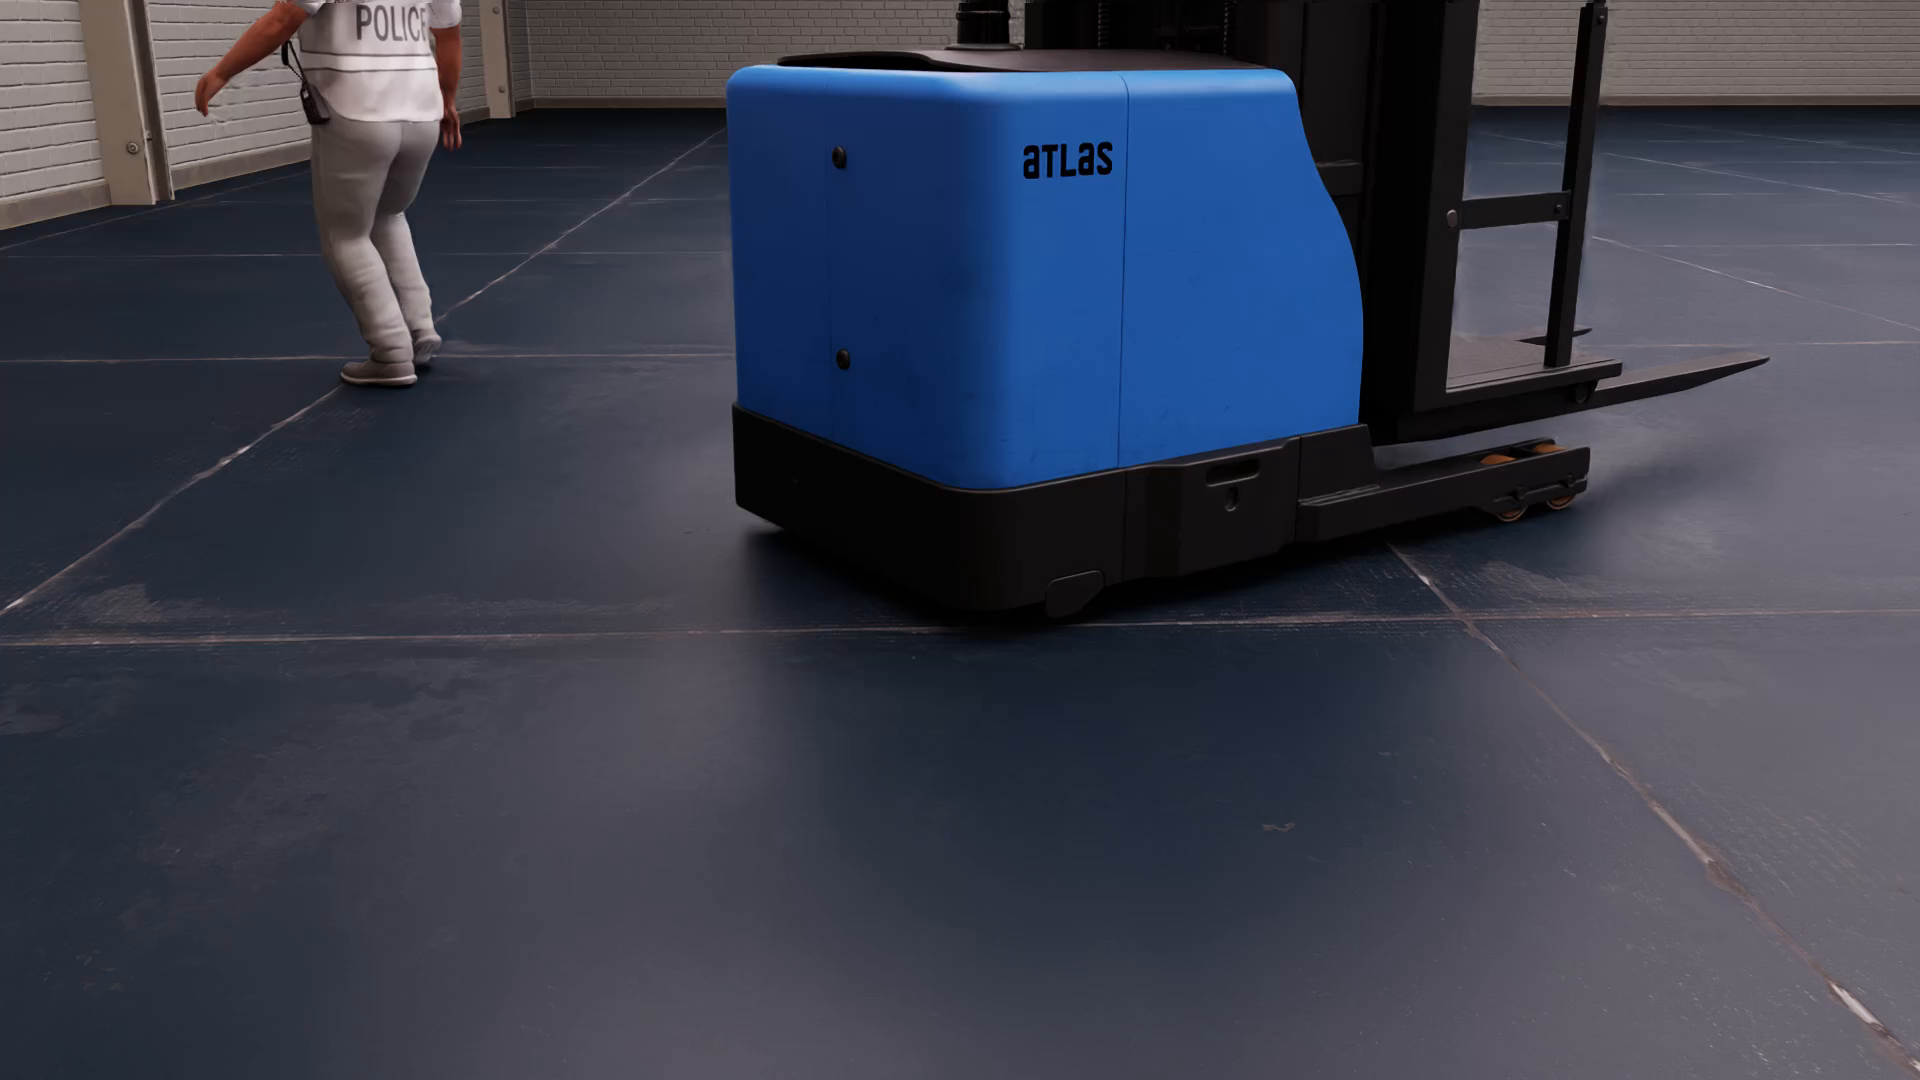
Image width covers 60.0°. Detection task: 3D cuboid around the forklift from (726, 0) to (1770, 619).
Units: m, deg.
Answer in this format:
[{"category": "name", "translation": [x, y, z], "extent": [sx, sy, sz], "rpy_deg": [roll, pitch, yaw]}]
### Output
[{"category": "forklift", "translation": [0.968, -1.560, 4.006], "extent": [3.031, 2.935, 1.130], "rpy_deg": [-11, 20, -33]}]

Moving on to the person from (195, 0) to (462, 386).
[{"category": "person", "translation": [-1.979, -1.351, 5.492], "extent": [0.493, 1.780, 0.923], "rpy_deg": [11, 20, 32]}]
